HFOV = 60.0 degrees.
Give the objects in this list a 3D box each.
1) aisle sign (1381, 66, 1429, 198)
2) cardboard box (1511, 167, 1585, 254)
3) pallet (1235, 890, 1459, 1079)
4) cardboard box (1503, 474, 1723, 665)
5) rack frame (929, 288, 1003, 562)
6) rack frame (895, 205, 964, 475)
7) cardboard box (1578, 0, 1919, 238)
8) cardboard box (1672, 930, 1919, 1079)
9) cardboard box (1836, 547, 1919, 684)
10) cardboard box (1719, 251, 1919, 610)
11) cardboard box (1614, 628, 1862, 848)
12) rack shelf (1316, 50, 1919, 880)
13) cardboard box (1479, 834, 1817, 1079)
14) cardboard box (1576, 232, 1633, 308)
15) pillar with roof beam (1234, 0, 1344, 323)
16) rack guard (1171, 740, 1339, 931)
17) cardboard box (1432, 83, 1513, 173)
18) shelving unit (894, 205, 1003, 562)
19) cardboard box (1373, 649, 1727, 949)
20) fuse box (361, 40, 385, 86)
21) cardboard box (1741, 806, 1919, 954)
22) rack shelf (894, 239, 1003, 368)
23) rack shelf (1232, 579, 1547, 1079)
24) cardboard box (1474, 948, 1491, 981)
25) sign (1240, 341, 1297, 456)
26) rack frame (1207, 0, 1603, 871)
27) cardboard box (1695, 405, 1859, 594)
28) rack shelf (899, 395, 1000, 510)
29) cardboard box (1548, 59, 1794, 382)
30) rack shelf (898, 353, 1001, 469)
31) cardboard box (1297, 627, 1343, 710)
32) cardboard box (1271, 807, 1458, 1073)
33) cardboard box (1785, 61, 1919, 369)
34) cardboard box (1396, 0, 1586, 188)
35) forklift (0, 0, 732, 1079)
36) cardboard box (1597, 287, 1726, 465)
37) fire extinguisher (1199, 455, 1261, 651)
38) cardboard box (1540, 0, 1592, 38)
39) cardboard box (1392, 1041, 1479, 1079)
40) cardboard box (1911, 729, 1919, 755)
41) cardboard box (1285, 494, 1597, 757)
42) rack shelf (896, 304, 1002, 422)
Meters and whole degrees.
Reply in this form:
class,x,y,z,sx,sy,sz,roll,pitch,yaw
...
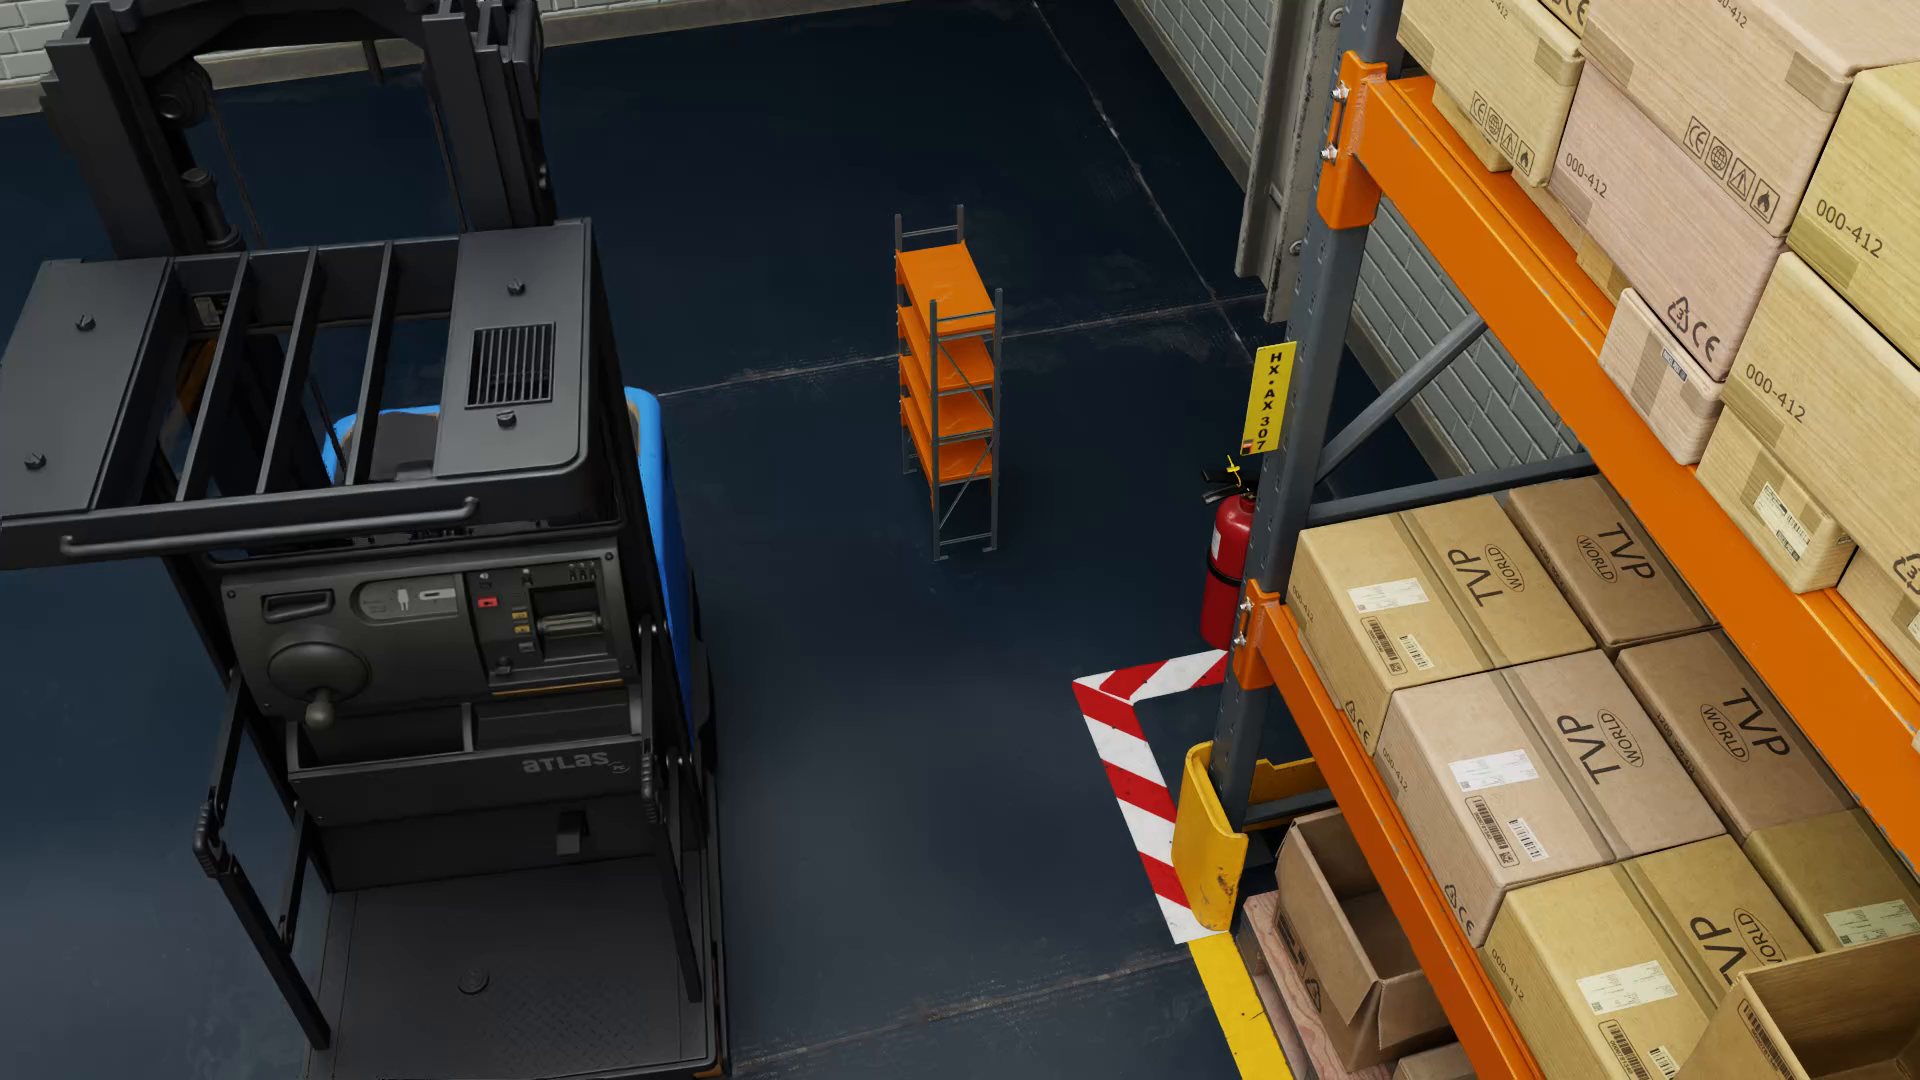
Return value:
class,x,y,z,sx,sy,sz,roll,pitch,yaw
aisle sign,0.941,-1.025,3.334,0.394,0.787,0.004,-11,47,-10
cardboard box,1.192,-0.645,2.858,0.380,0.149,0.250,-10,46,-10
pallet,1.467,1.457,4.675,1.003,0.211,1.213,-11,47,-10
cardboard box,1.617,0.096,3.953,0.500,0.250,0.500,-9,46,-9
rack frame,0.020,-0.366,5.768,0.240,1.200,0.015,-11,47,-10
rack frame,-0.105,-0.703,6.099,0.240,1.200,0.015,-11,47,-10
cardboard box,1.225,-0.691,2.274,0.500,0.250,0.500,-11,47,-11
cardboard box,1.483,0.962,2.579,0.500,0.500,0.500,-10,46,-9
cardboard box,1.402,0.065,2.162,0.380,0.149,0.250,-11,47,-11
cardboard box,1.361,-0.164,2.107,0.500,0.250,0.500,-12,47,-12
cardboard box,1.748,0.452,3.604,0.500,0.250,0.500,-11,47,-10
rack shelf,1.755,0.461,2.102,1.077,0.370,4.000,-11,47,-10
cardboard box,1.361,0.886,3.178,0.500,0.250,0.500,-12,47,-11
cardboard box,1.241,-0.465,2.681,0.380,0.149,0.250,-11,47,-10
pillar with roof beam,-2.738,-3.461,3.341,9.100,9.000,0.400,-11,47,-10
rack guard,1.262,0.806,5.111,1.175,0.500,0.348,-11,47,-10
cardboard box,1.099,-0.821,3.030,0.380,0.149,0.250,-10,46,-9
shelving unit,-0.042,-0.534,5.933,0.258,1.200,0.503,-11,47,-10
cardboard box,1.228,0.537,3.520,0.500,0.250,0.500,-10,46,-10
fuse box,-2.953,-2.933,7.926,0.539,1.711,0.414,-11,47,-10
cardboard box,1.870,0.795,3.268,0.500,0.250,0.500,-9,46,-9
rack shelf,-0.042,-0.809,5.653,0.258,0.148,0.480,-11,47,-10
rack shelf,1.755,1.511,3.173,1.077,0.370,4.000,-11,47,-10
cardboard box,1.278,0.771,3.570,0.380,0.149,0.250,-9,46,-9
sign,0.718,-0.326,3.863,0.100,0.325,0.005,-11,47,-10
rack frame,1.243,-0.122,4.269,1.000,3.000,0.127,-11,47,-10
cardboard box,1.279,-0.094,2.318,0.380,0.149,0.250,-11,47,-10
rack shelf,-0.042,-0.348,6.123,0.258,0.148,0.480,-11,47,-10
cardboard box,1.242,-0.520,2.456,0.500,0.250,0.500,-10,46,-10
rack shelf,-0.042,-0.487,5.982,0.258,0.148,0.480,-11,47,-10
cardboard box,1.061,0.243,4.087,0.380,0.149,0.250,-11,47,-11
cardboard box,1.308,1.045,4.580,0.797,0.503,0.637,-12,47,-12
cardboard box,1.367,-0.347,1.936,0.500,0.250,0.500,-11,47,-11
cardboard box,1.092,-0.867,2.796,0.500,0.250,0.500,-11,47,-11
forklift,-1.248,0.325,3.879,1.130,2.935,3.031,-6,46,-6
cardboard box,1.205,-0.274,2.494,0.380,0.149,0.250,-10,46,-9
fire extinguisher,0.758,0.019,4.447,0.296,0.674,0.183,-11,47,-10
cardboard box,1.113,-1.046,2.621,0.500,0.250,0.500,-11,47,-11
cardboard box,1.379,1.469,4.412,0.380,0.149,0.250,-12,47,-12
cardboard box,1.398,0.255,1.976,0.380,0.149,0.250,-11,47,-10
cardboard box,1.098,0.189,3.861,0.500,0.250,0.500,-10,47,-10
rack shelf,-0.042,-0.644,5.822,0.258,0.148,0.480,-11,47,-10
